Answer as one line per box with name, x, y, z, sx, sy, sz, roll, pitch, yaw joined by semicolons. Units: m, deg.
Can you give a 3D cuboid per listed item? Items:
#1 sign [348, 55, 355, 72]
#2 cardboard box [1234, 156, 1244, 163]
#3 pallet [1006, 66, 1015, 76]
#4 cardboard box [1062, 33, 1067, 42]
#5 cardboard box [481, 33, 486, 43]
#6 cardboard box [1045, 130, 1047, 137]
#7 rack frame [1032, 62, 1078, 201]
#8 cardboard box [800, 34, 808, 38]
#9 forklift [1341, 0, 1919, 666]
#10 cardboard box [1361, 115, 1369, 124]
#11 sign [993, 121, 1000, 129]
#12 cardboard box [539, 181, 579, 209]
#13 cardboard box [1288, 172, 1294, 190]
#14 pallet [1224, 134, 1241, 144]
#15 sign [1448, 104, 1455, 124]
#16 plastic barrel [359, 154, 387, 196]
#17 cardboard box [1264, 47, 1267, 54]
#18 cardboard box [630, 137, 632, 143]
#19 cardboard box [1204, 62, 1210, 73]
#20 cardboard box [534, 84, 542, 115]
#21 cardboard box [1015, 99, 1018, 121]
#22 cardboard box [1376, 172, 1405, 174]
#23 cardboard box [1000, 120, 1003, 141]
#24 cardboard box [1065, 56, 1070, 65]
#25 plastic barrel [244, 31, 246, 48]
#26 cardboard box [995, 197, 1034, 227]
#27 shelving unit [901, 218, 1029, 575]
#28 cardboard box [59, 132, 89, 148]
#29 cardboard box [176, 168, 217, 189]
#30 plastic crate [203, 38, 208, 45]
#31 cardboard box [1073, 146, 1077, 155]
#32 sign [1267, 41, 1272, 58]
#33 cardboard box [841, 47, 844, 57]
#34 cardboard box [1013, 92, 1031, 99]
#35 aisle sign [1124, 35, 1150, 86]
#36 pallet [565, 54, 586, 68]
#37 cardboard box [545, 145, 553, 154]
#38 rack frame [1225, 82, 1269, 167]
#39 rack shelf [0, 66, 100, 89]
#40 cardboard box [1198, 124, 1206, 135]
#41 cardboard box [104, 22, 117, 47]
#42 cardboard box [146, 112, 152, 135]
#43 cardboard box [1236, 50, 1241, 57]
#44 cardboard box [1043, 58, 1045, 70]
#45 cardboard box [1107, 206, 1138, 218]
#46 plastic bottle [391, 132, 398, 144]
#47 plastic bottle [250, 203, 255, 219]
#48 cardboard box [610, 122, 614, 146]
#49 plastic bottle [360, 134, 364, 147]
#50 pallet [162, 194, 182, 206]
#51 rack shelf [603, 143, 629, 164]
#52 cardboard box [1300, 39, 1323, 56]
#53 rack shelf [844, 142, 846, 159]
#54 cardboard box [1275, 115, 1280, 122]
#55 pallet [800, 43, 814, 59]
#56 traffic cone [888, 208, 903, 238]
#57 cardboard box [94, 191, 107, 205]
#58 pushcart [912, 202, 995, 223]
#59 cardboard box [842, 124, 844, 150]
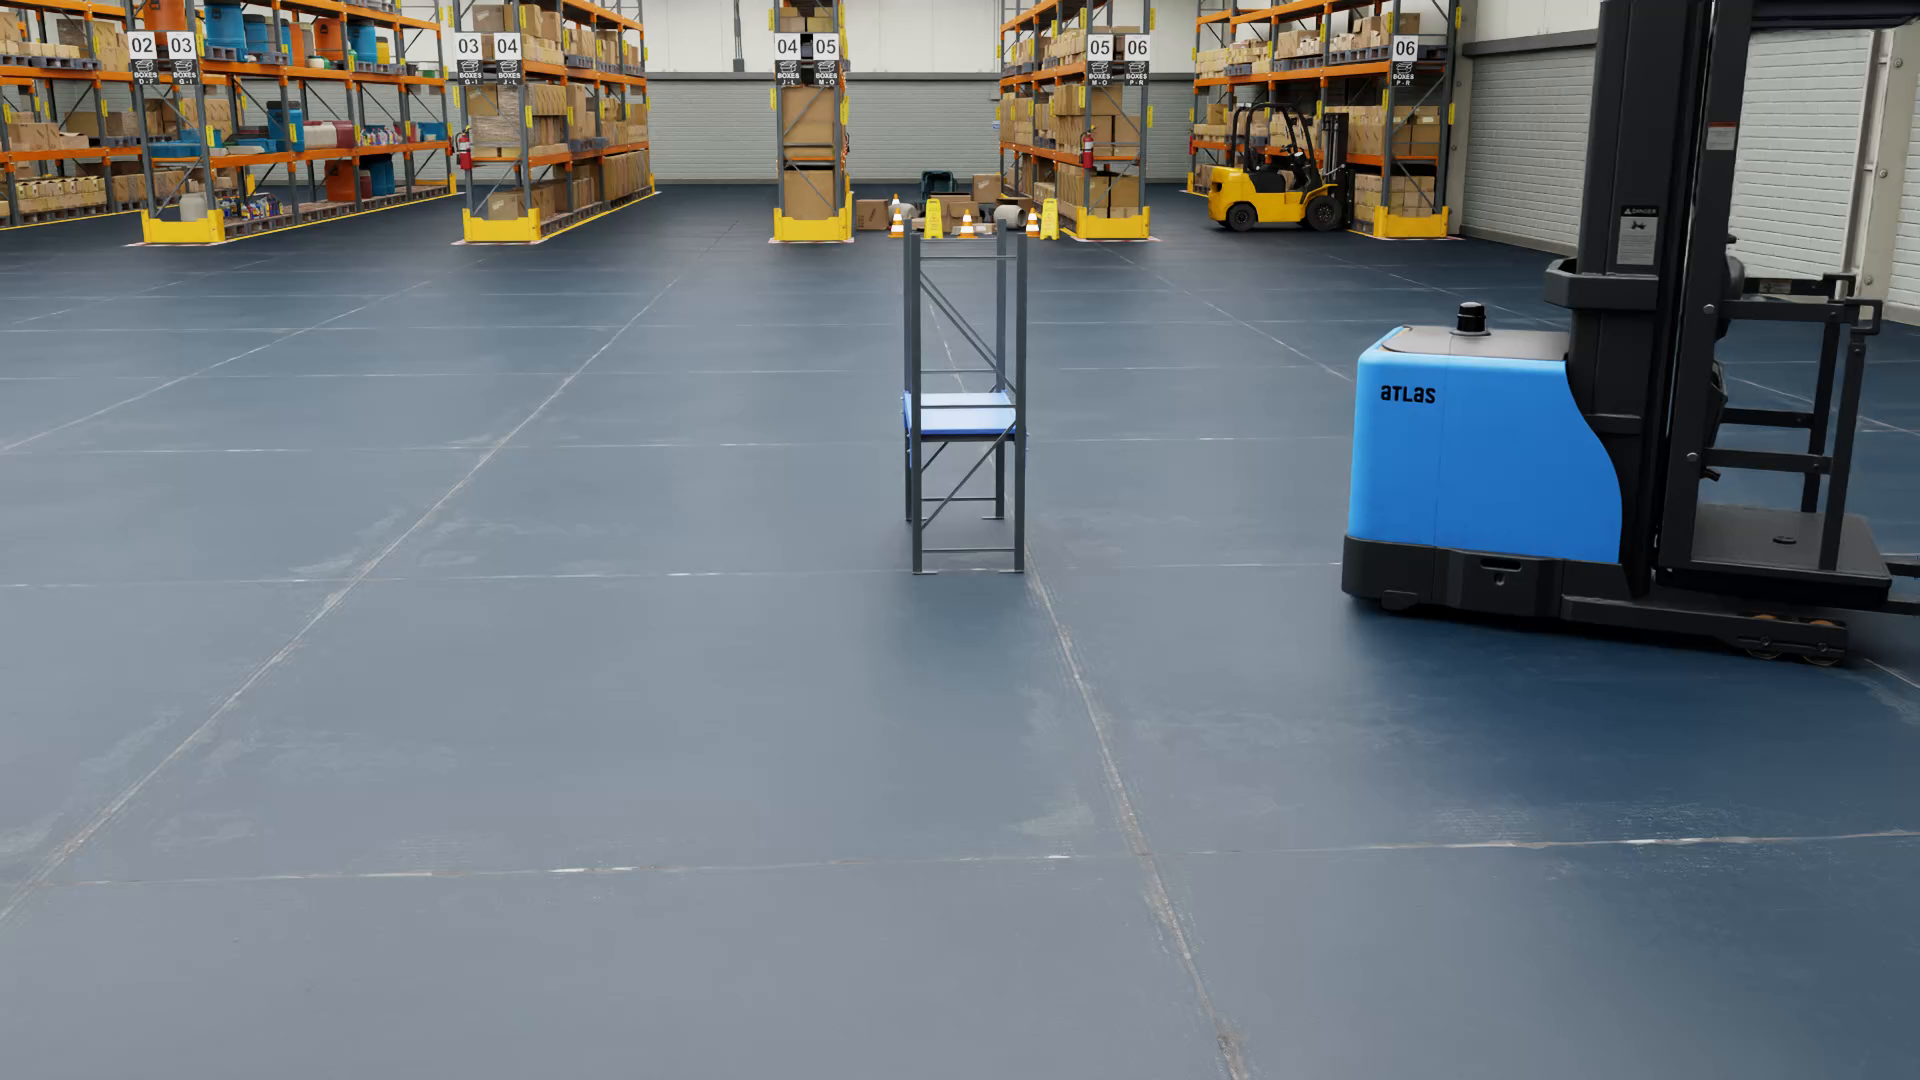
sign;-12.260;-9.598;33.502;0.100;0.325;0.005;-1;14;-3
cardboard box;6.552;-8.782;38.413;0.380;0.149;0.250;-2;15;-6
pallet;1.665;-11.326;40.186;1.003;0.211;1.213;-1;14;-3
cardboard box;2.009;-8.859;29.321;0.380;0.149;0.250;-1;14;-4
cardboard box;-7.698;-7.910;26.232;0.380;0.149;0.250;-1;14;-3
cardboard box;1.904;-8.147;33.330;0.380;0.149;0.250;0;14;0
rack frame;2.026;-8.416;34.715;1.000;3.000;0.127;-1;14;-3
cardboard box;-2.783;-8.467;27.555;0.500;0.250;0.500;-1;14;-4
forklift;3.156;-1.101;6.422;3.031;2.935;1.130;6;16;22
cardboard box;7.106;-7.204;28.504;0.380;0.149;0.250;-1;14;-5
sign;1.105;-11.953;47.919;0.327;0.218;0.001;-1;14;-3
cardboard box;-7.645;-6.542;31.567;0.700;0.500;0.500;-1;14;-4
cardboard box;7.095;-7.061;33.374;0.875;0.625;0.625;-1;15;-6
pallet;6.672;-9.195;38.127;1.003;0.211;1.213;-1;14;-3
sign;8.030;-6.968;27.193;0.100;0.325;0.005;-1;14;-3
plastic barrel;-12.996;-8.056;36.687;0.600;0.901;0.708;-1;14;-3
cardboard box;6.685;-10.424;35.403;0.380;0.149;0.250;-1;14;-5
cardboard box;-7.816;-9.280;38.578;0.380;0.149;0.250;-1;14;-5
cardboard box;6.310;-11.639;40.926;0.500;0.250;0.500;-1;14;-5
cardboard box;-7.156;-7.215;27.245;0.500;0.500;0.500;-1;14;-3
cardboard box;1.518;-9.829;38.001;0.500;0.500;0.500;-1;14;-3
cardboard box;7.555;-6.358;29.387;0.500;0.250;0.500;-1;14;-5
cardboard box;1.273;-10.330;41.954;0.500;0.500;0.500;-1;14;-4
cardboard box;2.040;-8.349;28.938;0.380;0.149;0.250;-1;14;-5
plastic barrel;-12.730;-8.791;29.088;0.421;0.512;0.421;0;14;0
cardboard box;0.982;-5.924;30.042;0.500;0.500;0.500;10;18;35
shelving unit;0.005;-0.705;7.757;0.538;1.500;1.048;-1;14;-3
cardboard box;-17.774;-7.976;33.186;0.500;0.311;0.500;0;14;0
cardboard box;-18.122;-8.577;39.468;0.797;0.503;0.637;-1;14;-3
plastic crate;-12.732;-8.111;27.543;0.392;0.384;0.575;-1;14;-3
cardboard box;2.118;-6.583;28.096;0.380;0.149;0.250;-1;14;-2
sign;6.438;-10.188;34.547;0.100;0.325;0.005;-1;14;-3
cardboard box;-2.544;-9.720;32.900;0.500;0.311;0.500;-1;14;-3
cardboard box;1.441;-10.329;38.642;0.380;0.149;0.250;-1;14;-5
aisle sign;2.835;-7.674;26.617;0.394;0.787;0.004;-1;14;-3
pallet;-7.549;-8.785;30.506;1.213;0.211;1.003;-1;14;-3
cardboard box;-7.232;-6.724;28.644;0.380;0.149;0.250;-1;14;-3
rack frame;6.732;-9.488;38.882;1.000;3.000;0.127;-1;14;-3
rack shelf;-17.629;-8.717;31.312;1.077;0.370;4.000;-1;14;-3
cardboard box;6.275;-10.312;41.788;0.500;0.250;0.500;-1;14;-3
cardboard box;-17.837;-10.458;34.426;0.500;0.500;0.500;-1;14;-3
cardboard box;-18.089;-9.066;36.199;0.700;0.500;0.500;1;14;5
cardboard box;6.416;-10.941;37.375;0.380;0.149;0.250;-1;14;-4
cardboard box;1.891;-9.659;33.796;0.396;0.266;0.258;-1;14;-3
cardboard box;2.747;-5.503;28.068;0.500;0.250;0.500;-1;14;-4
plastic bottle;-12.710;-9.028;37.343;0.152;0.276;0.135;-1;14;-3
plastic bottle;-12.136;-5.629;28.478;0.097;0.271;0.097;0;14;0
cardboard box;-7.693;-8.692;35.587;0.500;0.500;0.500;-1;14;-4
plastic bottle;-12.542;-8.354;34.723;0.152;0.276;0.135;-1;14;-3
pallet;-17.913;-7.553;36.959;1.003;0.211;1.213;-1;14;-3
rack shelf;-7.989;-8.412;36.143;1.077;0.370;4.000;-1;14;-3
cardboard box;6.892;-9.527;32.149;0.500;0.311;0.500;-1;14;-5
rack shelf;-3.033;-8.463;36.343;1.077;0.370;4.000;-1;14;-3
cardboard box;6.723;-8.706;34.339;0.380;0.149;0.250;-1;14;-2
pallet;-2.469;-7.919;26.941;1.003;0.211;1.213;-1;14;-3
traffic cone;-1.029;-5.250;27.502;0.336;0.463;0.334;-1;14;-3
cardboard box;-17.477;-6.855;33.326;0.500;0.250;0.500;-1;14;-2
pushcart;0.001;-6.103;30.990;1.648;0.377;0.936;-6;16;-23
cardboard box;-2.425;-7.503;30.966;0.500;0.500;0.500;-1;14;-3
